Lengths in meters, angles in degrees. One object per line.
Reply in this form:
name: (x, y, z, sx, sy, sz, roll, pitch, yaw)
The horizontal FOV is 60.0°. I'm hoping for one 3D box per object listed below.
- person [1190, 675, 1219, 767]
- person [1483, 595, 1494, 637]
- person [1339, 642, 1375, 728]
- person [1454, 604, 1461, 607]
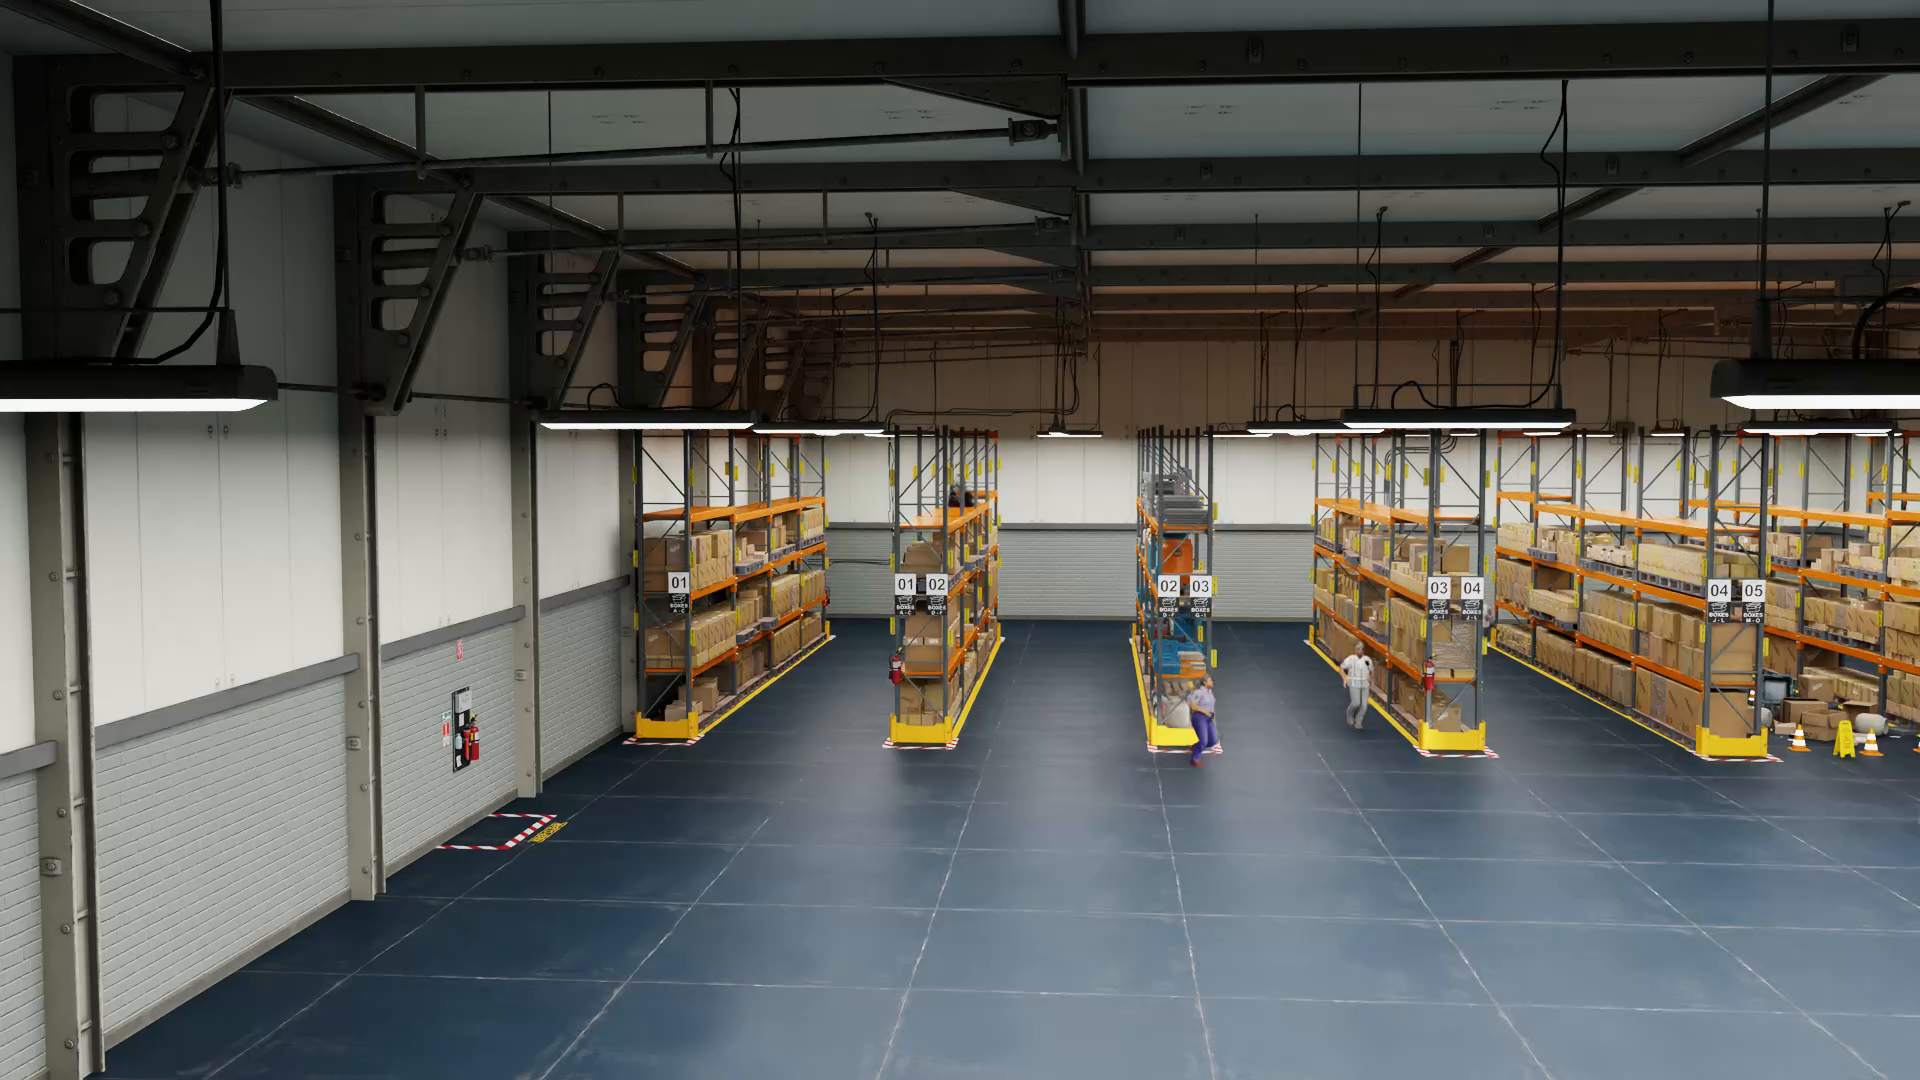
person: (4.313, 3.178, 29.400, 0.532, 1.575, 0.609, 3, 5, 43)
person: (13.436, 2.261, 42.899, 0.643, 1.787, 0.892, 1, 3, 10)
person: (7.890, 2.871, 32.840, 0.664, 1.733, 0.589, 0, 3, -4)
person: (13.597, 2.074, 46.312, 0.768, 1.730, 0.788, 2, 4, 32)
